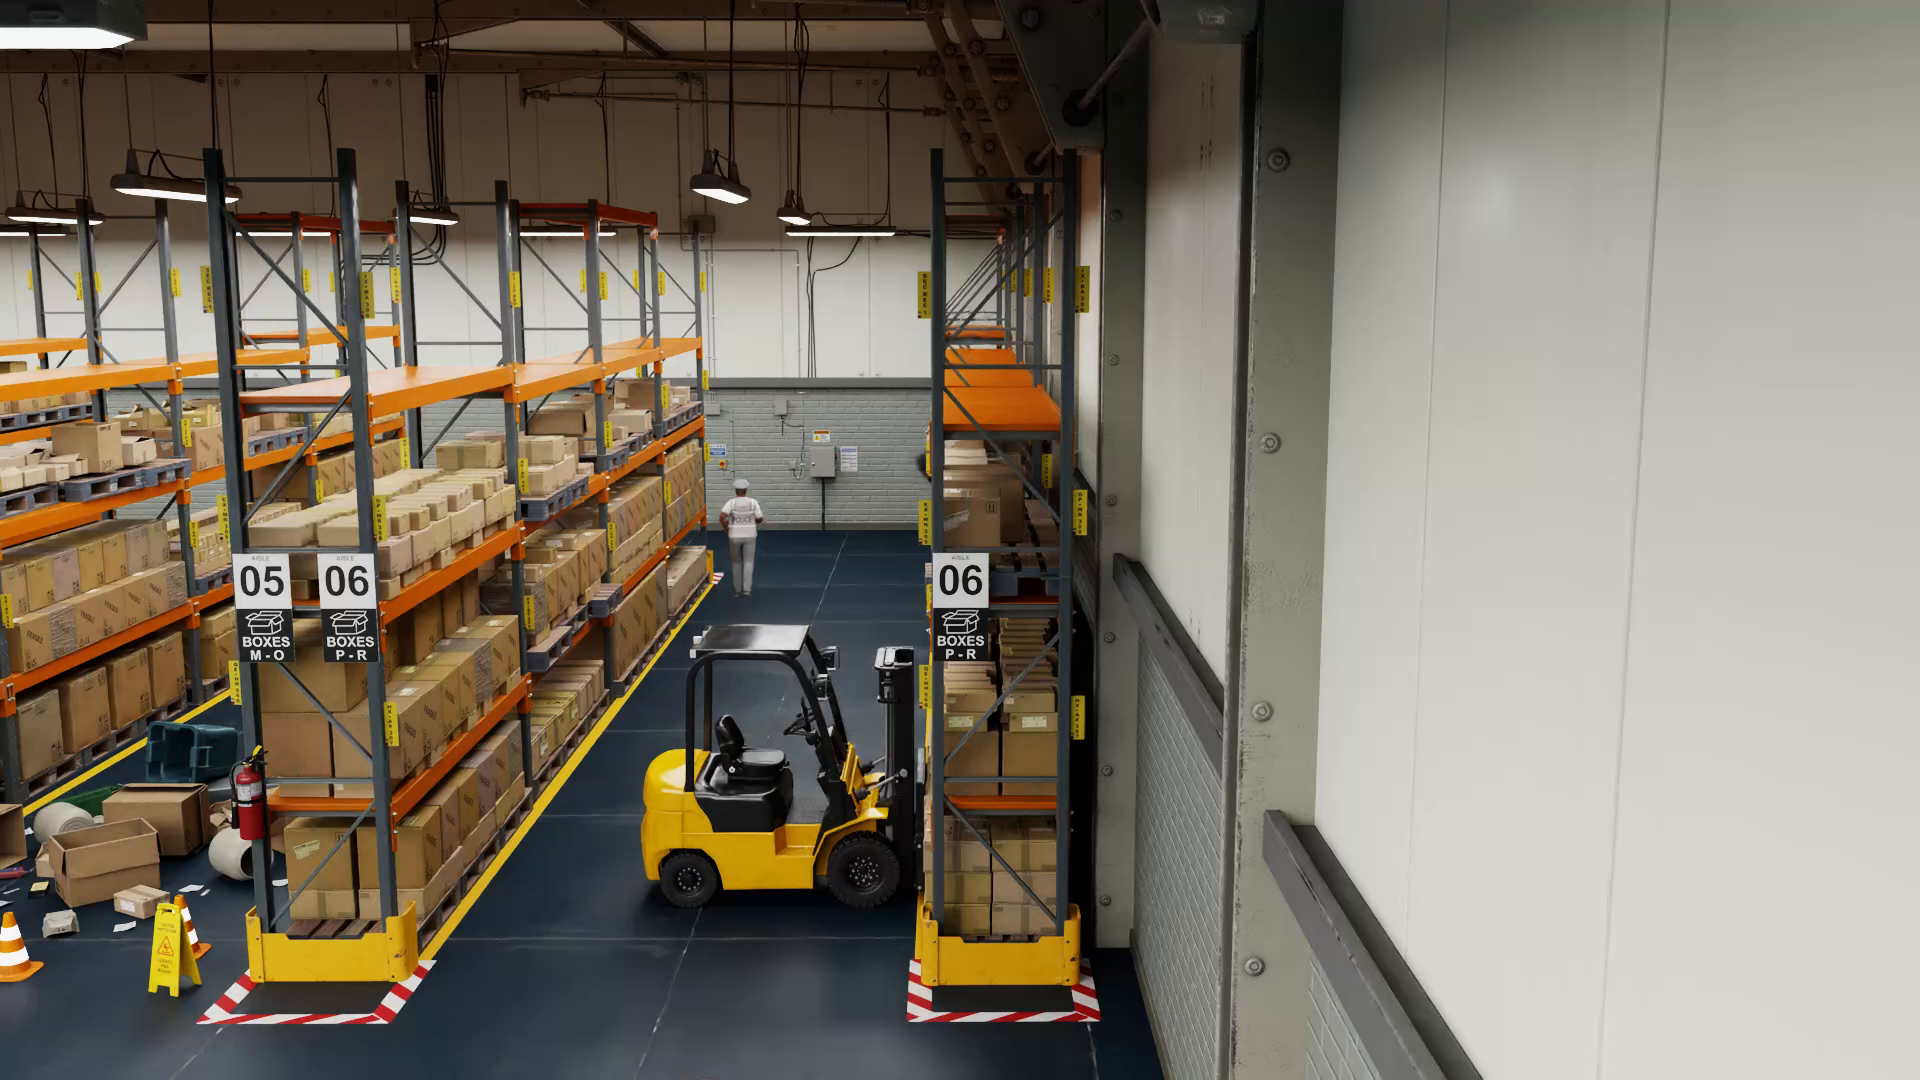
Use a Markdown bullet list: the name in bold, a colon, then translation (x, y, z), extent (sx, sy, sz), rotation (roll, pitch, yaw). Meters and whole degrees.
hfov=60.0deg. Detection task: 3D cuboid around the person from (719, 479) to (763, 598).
- **person**: translation (-3.273, 0.013, 24.987), extent (0.642, 1.870, 0.732), rotation (-1, 9, -5)
